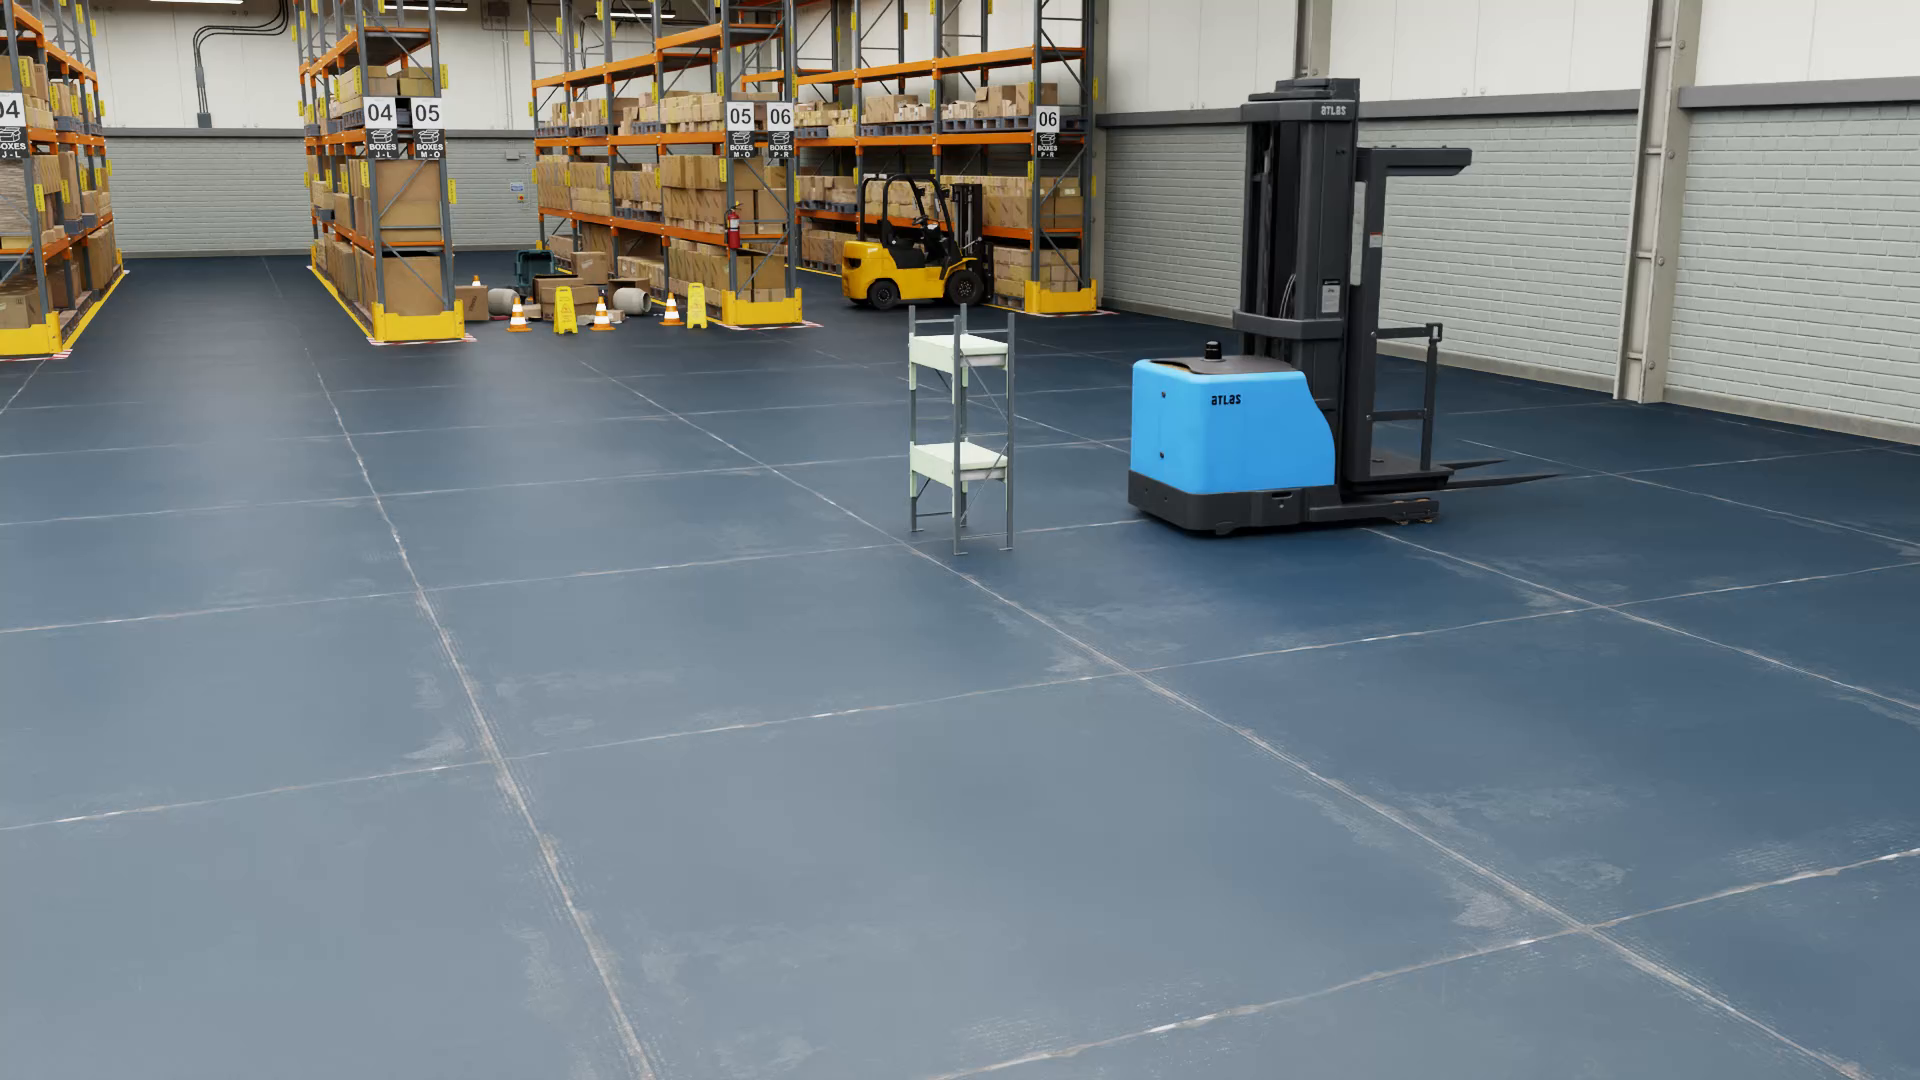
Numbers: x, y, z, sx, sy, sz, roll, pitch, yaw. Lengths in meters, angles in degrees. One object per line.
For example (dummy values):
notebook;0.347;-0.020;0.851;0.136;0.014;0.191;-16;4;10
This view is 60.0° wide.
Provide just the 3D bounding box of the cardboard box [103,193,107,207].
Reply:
cardboard box;-17.363;-6.793;33.243;0.500;0.250;0.500;-6;14;-23

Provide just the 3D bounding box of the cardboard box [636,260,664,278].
cardboard box;-5.316;-4.855;30.091;0.950;0.372;0.625;-5;14;-21

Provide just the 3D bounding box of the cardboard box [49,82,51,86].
cardboard box;-13.710;-6.458;24.308;0.797;0.503;0.637;-6;14;-26

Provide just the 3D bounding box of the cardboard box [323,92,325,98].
cardboard box;-11.249;-7.937;29.939;0.396;0.266;0.258;-6;14;-23

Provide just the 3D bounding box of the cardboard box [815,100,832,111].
cardboard box;-3.005;-9.515;36.501;0.396;0.266;0.258;-6;14;-24

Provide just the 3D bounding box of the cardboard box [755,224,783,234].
cardboard box;-2.877;-4.671;24.956;0.380;0.149;0.250;-6;14;-23

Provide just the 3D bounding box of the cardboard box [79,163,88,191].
cardboard box;-16.554;-6.695;30.697;0.797;0.503;0.637;-6;14;-24

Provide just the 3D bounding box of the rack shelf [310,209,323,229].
rack shelf;-13.033;-6.778;35.100;1.077;0.370;4.000;-6;14;-23

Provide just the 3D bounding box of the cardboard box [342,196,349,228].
cardboard box;-9.684;-5.300;26.894;0.500;0.500;0.500;-6;14;-24

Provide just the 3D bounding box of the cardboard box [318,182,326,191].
cardboard box;-11.762;-6.588;30.991;0.380;0.149;0.250;-5;14;-20

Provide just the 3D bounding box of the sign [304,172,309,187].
sign;-14.332;-7.915;36.495;0.100;0.325;0.005;-6;14;-23

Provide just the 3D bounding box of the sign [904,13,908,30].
sign;-1.081;-10.312;33.046;0.100;0.325;0.005;-6;14;-23

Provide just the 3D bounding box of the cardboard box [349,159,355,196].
cardboard box;-8.911;-5.583;25.611;0.875;0.550;0.550;-6;14;-23

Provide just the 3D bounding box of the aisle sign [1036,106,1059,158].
aisle sign;1.373;-6.380;26.018;0.394;0.787;0.004;-6;14;-23

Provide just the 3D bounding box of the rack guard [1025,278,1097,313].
rack guard;1.626;-3.931;26.745;1.175;0.500;0.348;-6;14;-23

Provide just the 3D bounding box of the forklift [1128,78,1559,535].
forklift;2.753;-1.637;11.444;3.031;2.935;1.130;-5;14;-19

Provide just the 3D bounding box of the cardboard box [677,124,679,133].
cardboard box;-4.378;-6.683;26.997;0.380;0.149;0.250;-6;14;-23

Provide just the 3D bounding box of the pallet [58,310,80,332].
pallet;-13.311;-3.142;23.976;1.003;0.211;1.213;-6;14;-23

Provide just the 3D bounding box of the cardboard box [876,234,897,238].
cardboard box;-1.512;-6.245;34.374;0.380;0.149;0.250;-5;14;-20

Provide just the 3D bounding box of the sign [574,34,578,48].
sign;-8.837;-11.472;38.235;0.100;0.325;0.005;-6;14;-23

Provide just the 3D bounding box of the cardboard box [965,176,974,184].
cardboard box;0.305;-6.185;28.623;0.380;0.149;0.250;-6;14;-24

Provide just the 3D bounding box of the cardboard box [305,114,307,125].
cardboard box;-13.495;-8.847;35.012;0.500;0.250;0.500;-5;14;-22

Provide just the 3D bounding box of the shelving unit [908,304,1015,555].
shelving unit;0.003;-0.729;10.695;0.431;1.500;0.755;-6;14;-23

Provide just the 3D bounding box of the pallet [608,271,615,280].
pallet;-6.382;-5.168;32.733;1.003;0.211;1.213;-6;14;-23

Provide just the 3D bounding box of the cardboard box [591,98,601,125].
cardboard box;-6.706;-8.259;32.098;0.700;0.500;0.500;-6;15;-26

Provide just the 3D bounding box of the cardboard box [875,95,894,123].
cardboard box;-1.228;-8.303;32.064;0.700;0.500;0.500;-6;14;-24

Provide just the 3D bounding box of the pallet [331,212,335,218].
pallet;-11.460;-6.201;31.436;1.003;0.211;1.213;-6;14;-23

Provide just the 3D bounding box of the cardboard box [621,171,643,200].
cardboard box;-5.951;-6.535;30.638;0.500;0.500;0.500;-5;14;-20

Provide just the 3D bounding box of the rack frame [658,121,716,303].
rack frame;-4.533;-5.531;28.114;1.000;3.000;0.127;-6;14;-23

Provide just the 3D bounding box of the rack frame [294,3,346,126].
rack frame;-13.835;-10.465;36.128;1.000;3.000;0.127;-6;14;-23

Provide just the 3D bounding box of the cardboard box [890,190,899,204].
cardboard box;-1.014;-6.546;31.727;0.500;0.250;0.500;-5;14;-22

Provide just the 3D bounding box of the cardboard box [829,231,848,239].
cardboard box;-2.575;-6.520;35.563;0.380;0.149;0.250;-6;14;-23

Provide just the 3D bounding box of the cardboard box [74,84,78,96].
cardboard box;-17.620;-8.825;32.659;0.500;0.250;0.500;-6;14;-25

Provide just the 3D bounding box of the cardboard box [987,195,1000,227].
cardboard box;0.774;-5.494;27.734;0.500;0.500;0.500;-6;14;-24

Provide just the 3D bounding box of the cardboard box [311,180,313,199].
cardboard box;-13.670;-7.510;35.783;0.500;0.500;0.500;-6;14;-23

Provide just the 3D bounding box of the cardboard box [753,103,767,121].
cardboard box;-2.888;-6.366;24.742;0.500;0.250;0.500;-6;14;-24

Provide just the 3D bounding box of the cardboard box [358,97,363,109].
cardboard box;-7.869;-5.867;22.318;0.380;0.149;0.250;-6;14;-23

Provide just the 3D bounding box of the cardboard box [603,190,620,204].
cardboard box;-6.562;-6.605;31.979;0.500;0.250;0.500;-6;14;-23

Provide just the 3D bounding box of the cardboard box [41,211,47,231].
cardboard box;-12.866;-4.423;22.447;0.875;0.500;0.500;-6;14;-23

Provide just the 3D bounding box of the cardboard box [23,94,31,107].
cardboard box;-11.924;-5.532;20.915;0.380;0.149;0.250;-5;14;-22

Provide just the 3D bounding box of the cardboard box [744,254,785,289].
cardboard box;-3.010;-4.131;25.571;0.500;0.500;0.500;-6;14;-25

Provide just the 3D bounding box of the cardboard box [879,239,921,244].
cardboard box;-1.082;-5.590;32.704;0.875;0.625;0.625;-5;14;-21

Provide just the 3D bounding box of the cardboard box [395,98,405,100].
cardboard box;-7.588;-6.251;23.092;0.500;0.250;0.500;-6;14;-24

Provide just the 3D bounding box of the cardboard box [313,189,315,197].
cardboard box;-12.390;-6.766;32.419;0.380;0.149;0.250;-6;14;-24

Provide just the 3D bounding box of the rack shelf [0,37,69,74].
rack shelf;-14.414;-7.426;25.482;1.077;0.370;4.000;-6;14;-23

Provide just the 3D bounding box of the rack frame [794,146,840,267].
rack frame;-3.191;-7.633;37.196;1.000;3.000;0.127;-6;14;-23

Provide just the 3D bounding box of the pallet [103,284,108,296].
pallet;-15.947;-4.525;29.953;1.003;0.211;1.213;-6;14;-23

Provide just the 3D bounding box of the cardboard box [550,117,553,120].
cardboard box;-9.077;-9.567;38.080;0.500;0.250;0.500;-7;15;-28

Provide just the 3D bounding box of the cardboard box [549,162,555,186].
cardboard box;-8.781;-8.106;36.803;0.500;0.500;0.500;-6;14;-23

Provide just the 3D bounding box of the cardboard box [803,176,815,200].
cardboard box;-2.994;-7.659;36.156;0.700;0.500;0.500;-5;14;-22

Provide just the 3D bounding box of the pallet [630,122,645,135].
pallet;-5.101;-7.252;29.315;1.213;0.211;1.003;-6;14;-23
